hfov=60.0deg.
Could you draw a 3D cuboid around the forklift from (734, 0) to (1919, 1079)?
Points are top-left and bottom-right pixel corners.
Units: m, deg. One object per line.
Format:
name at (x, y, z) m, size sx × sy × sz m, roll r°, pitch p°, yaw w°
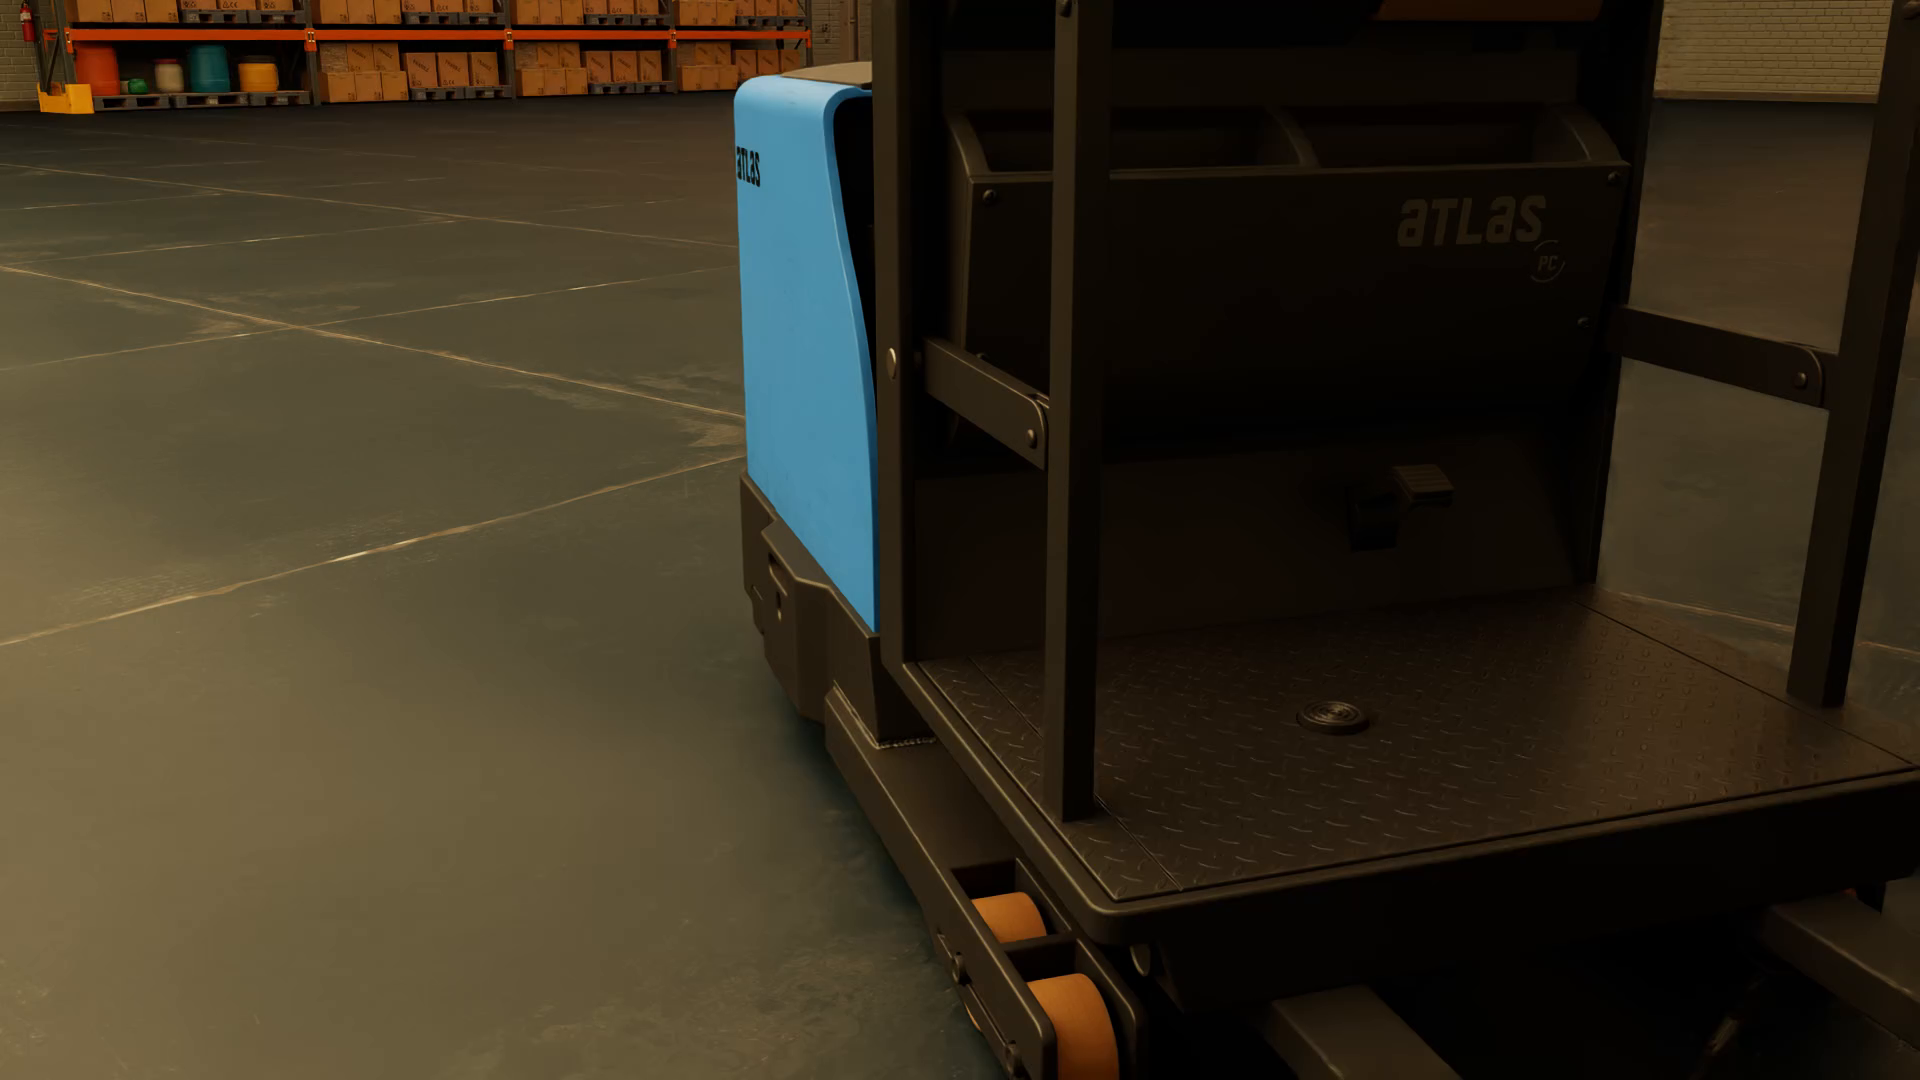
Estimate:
forklift at (0.501, -0.889, 1.825) m, size 1.130 × 2.935 × 3.031 m, roll -5°, pitch 18°, yaw -17°
